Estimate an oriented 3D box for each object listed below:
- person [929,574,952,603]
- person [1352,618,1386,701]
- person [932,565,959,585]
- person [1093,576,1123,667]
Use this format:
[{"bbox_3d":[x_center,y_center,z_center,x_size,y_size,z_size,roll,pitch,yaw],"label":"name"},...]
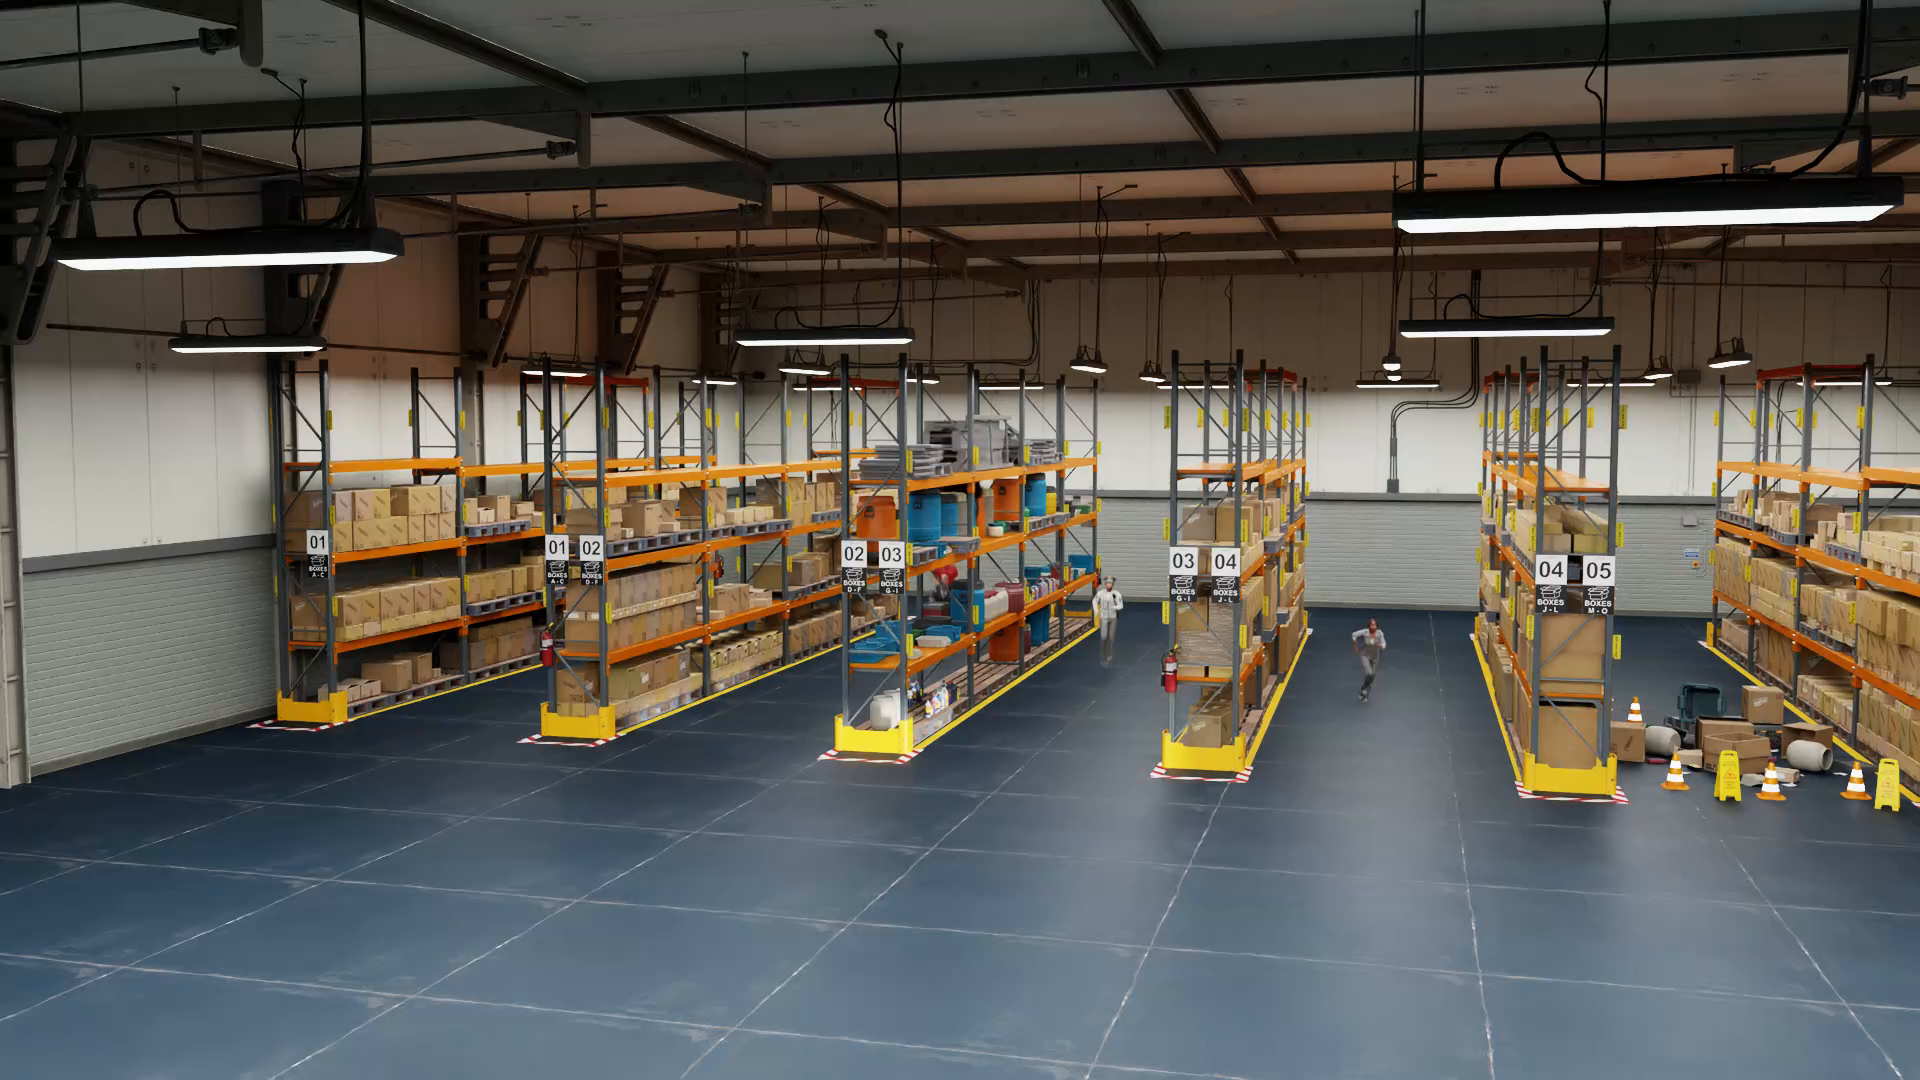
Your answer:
[{"bbox_3d":[-0.322,1.512,34.394,0.673,1.633,0.675,0,4,5],"label":"person"},{"bbox_3d":[7.213,2.121,29.303,0.505,1.524,0.783,0,4,-6],"label":"person"},{"bbox_3d":[-0.353,1.268,40.817,0.658,1.643,0.637,-1,4,-9],"label":"person"},{"bbox_3d":[2.871,1.573,32.181,0.566,1.768,0.661,0,4,-1],"label":"person"}]
